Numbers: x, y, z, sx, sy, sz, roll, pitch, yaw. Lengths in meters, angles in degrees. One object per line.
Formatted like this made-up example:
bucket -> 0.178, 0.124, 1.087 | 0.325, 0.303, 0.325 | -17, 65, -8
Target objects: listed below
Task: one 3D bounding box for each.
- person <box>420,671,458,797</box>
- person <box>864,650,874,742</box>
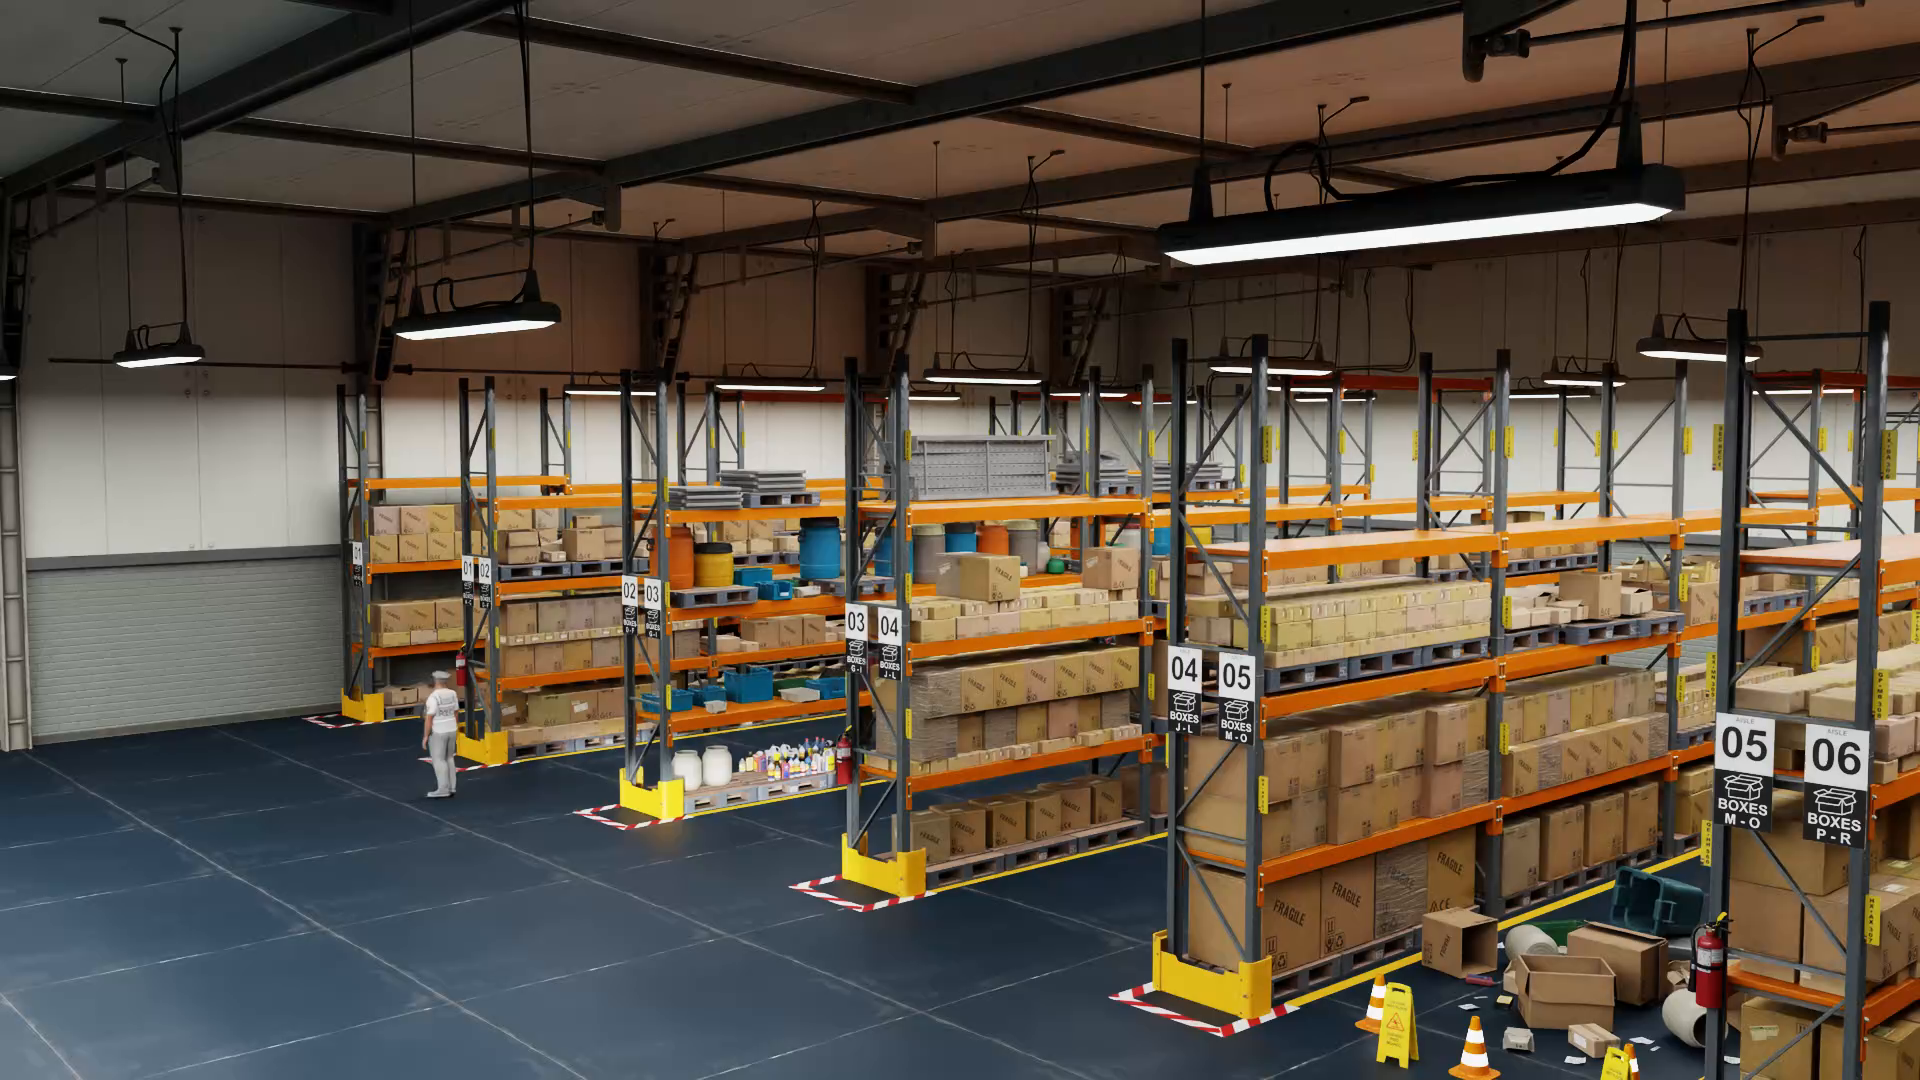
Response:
person -> -7.349, 2.753, 23.500 | 0.421, 1.805, 0.674 | 1, 4, 21
person -> -1.624, 2.480, 27.535 | 0.391, 1.827, 0.675 | 3, 5, 43
